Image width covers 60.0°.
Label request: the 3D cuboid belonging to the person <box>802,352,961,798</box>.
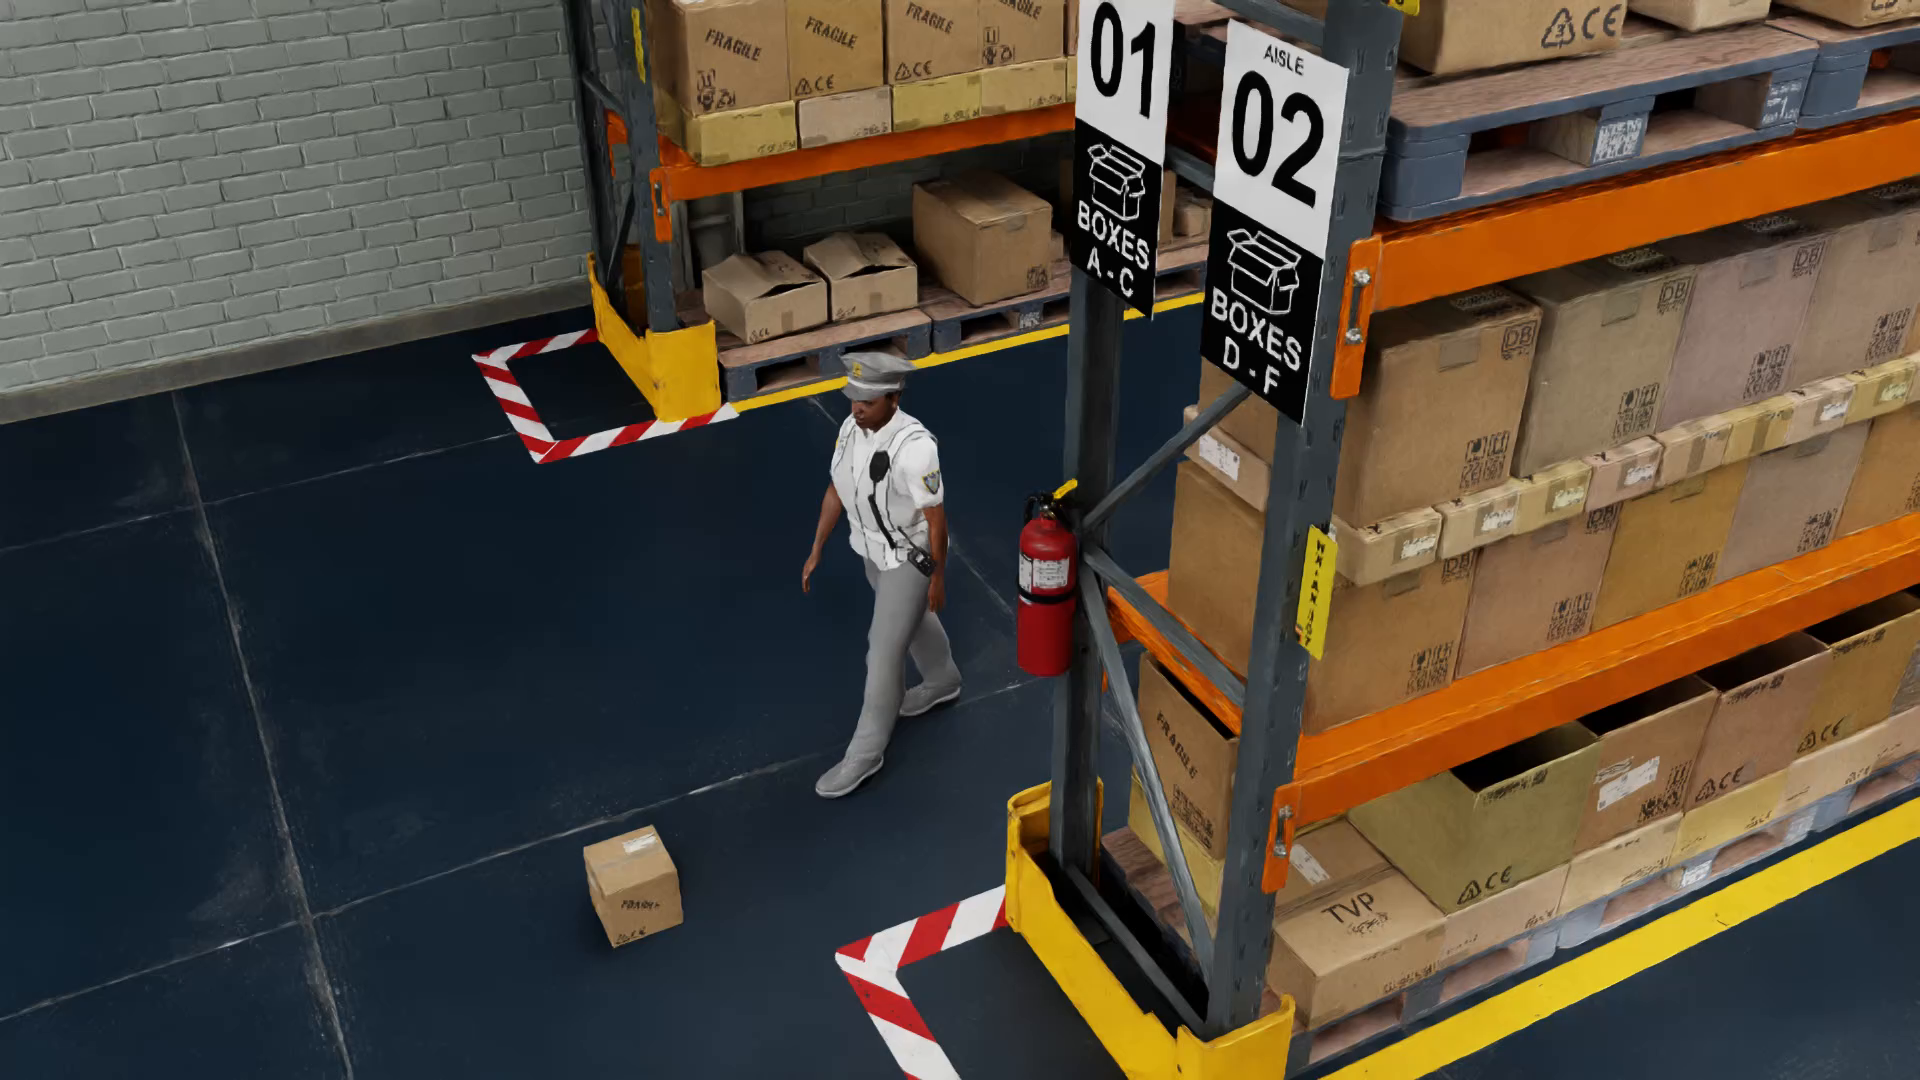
[{"bbox_3d":[-0.294,0.066,6.004,0.792,1.657,0.451,-22,39,-30],"label":"person"}]
